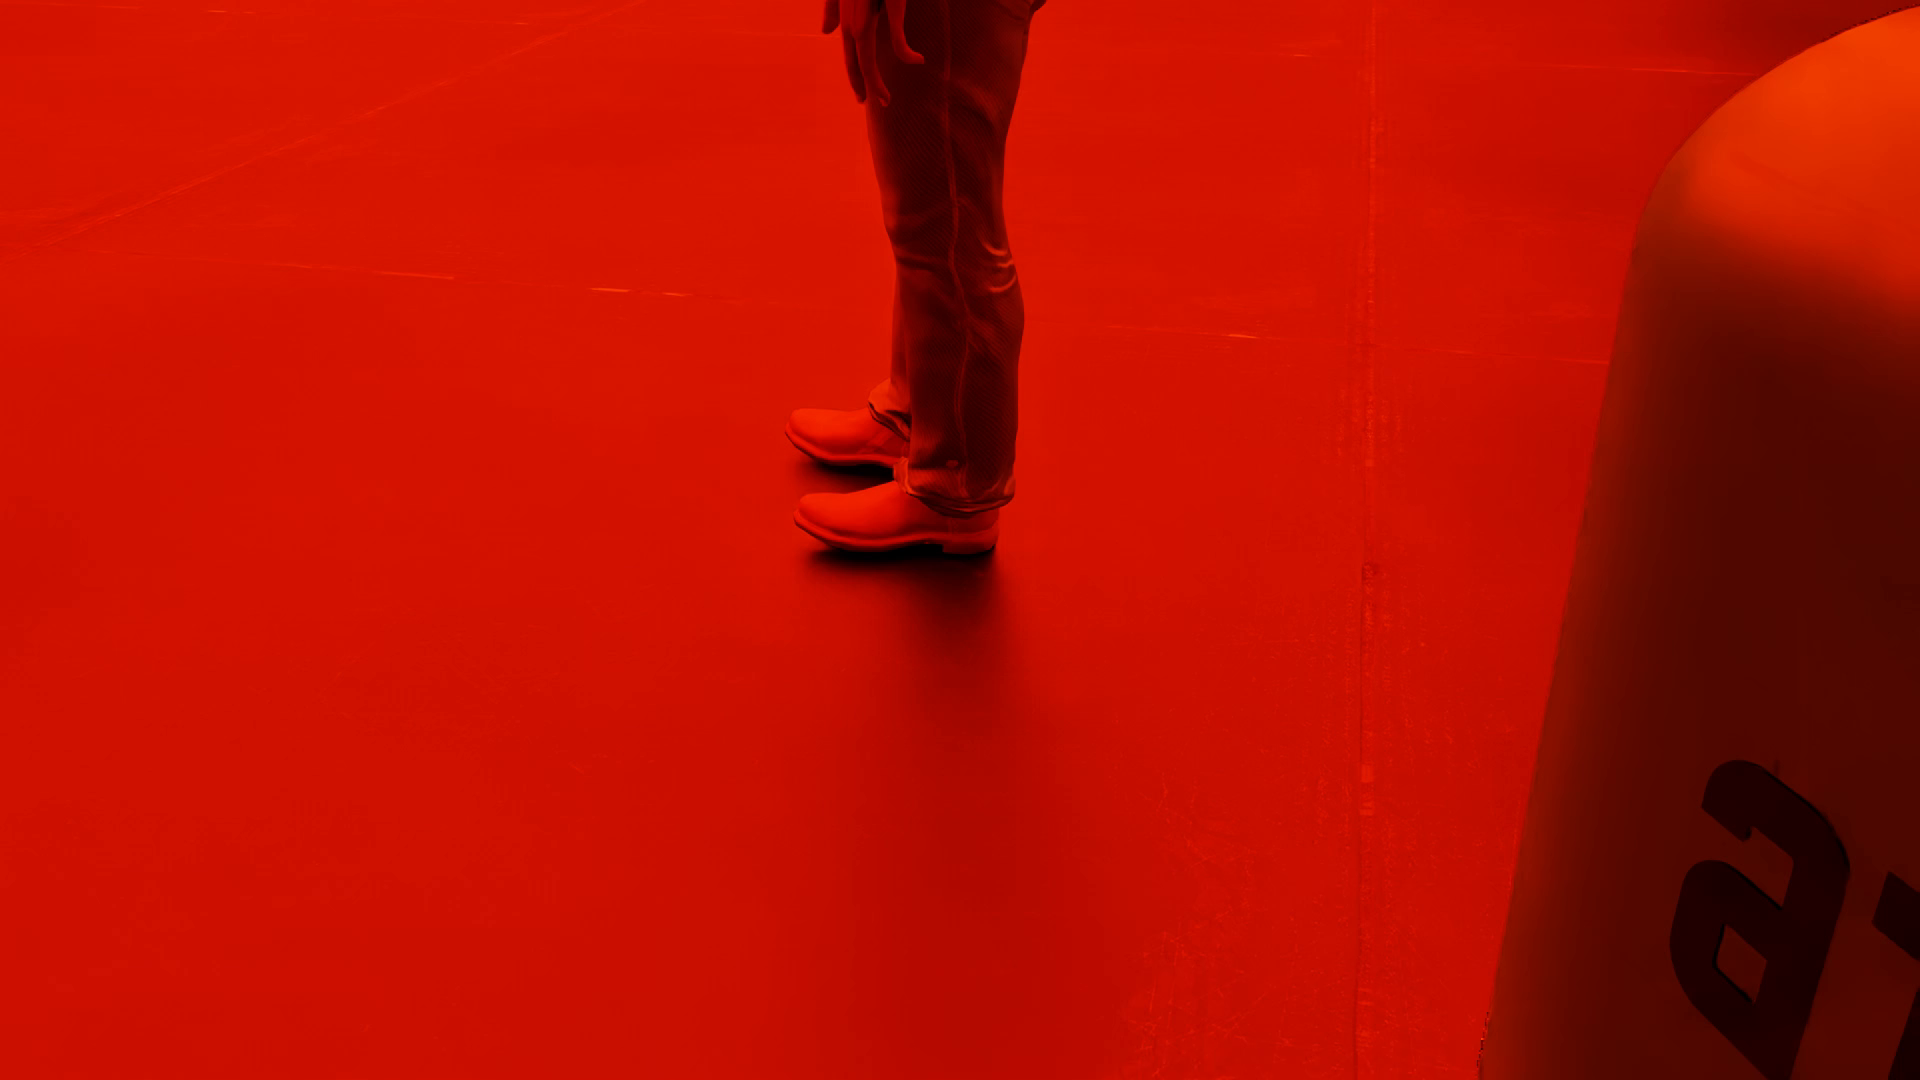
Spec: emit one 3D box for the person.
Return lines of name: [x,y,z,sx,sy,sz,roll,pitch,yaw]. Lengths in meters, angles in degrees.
person: [-0.066,-0.804,2.118,0.577,1.765,0.666,6,27,11]
